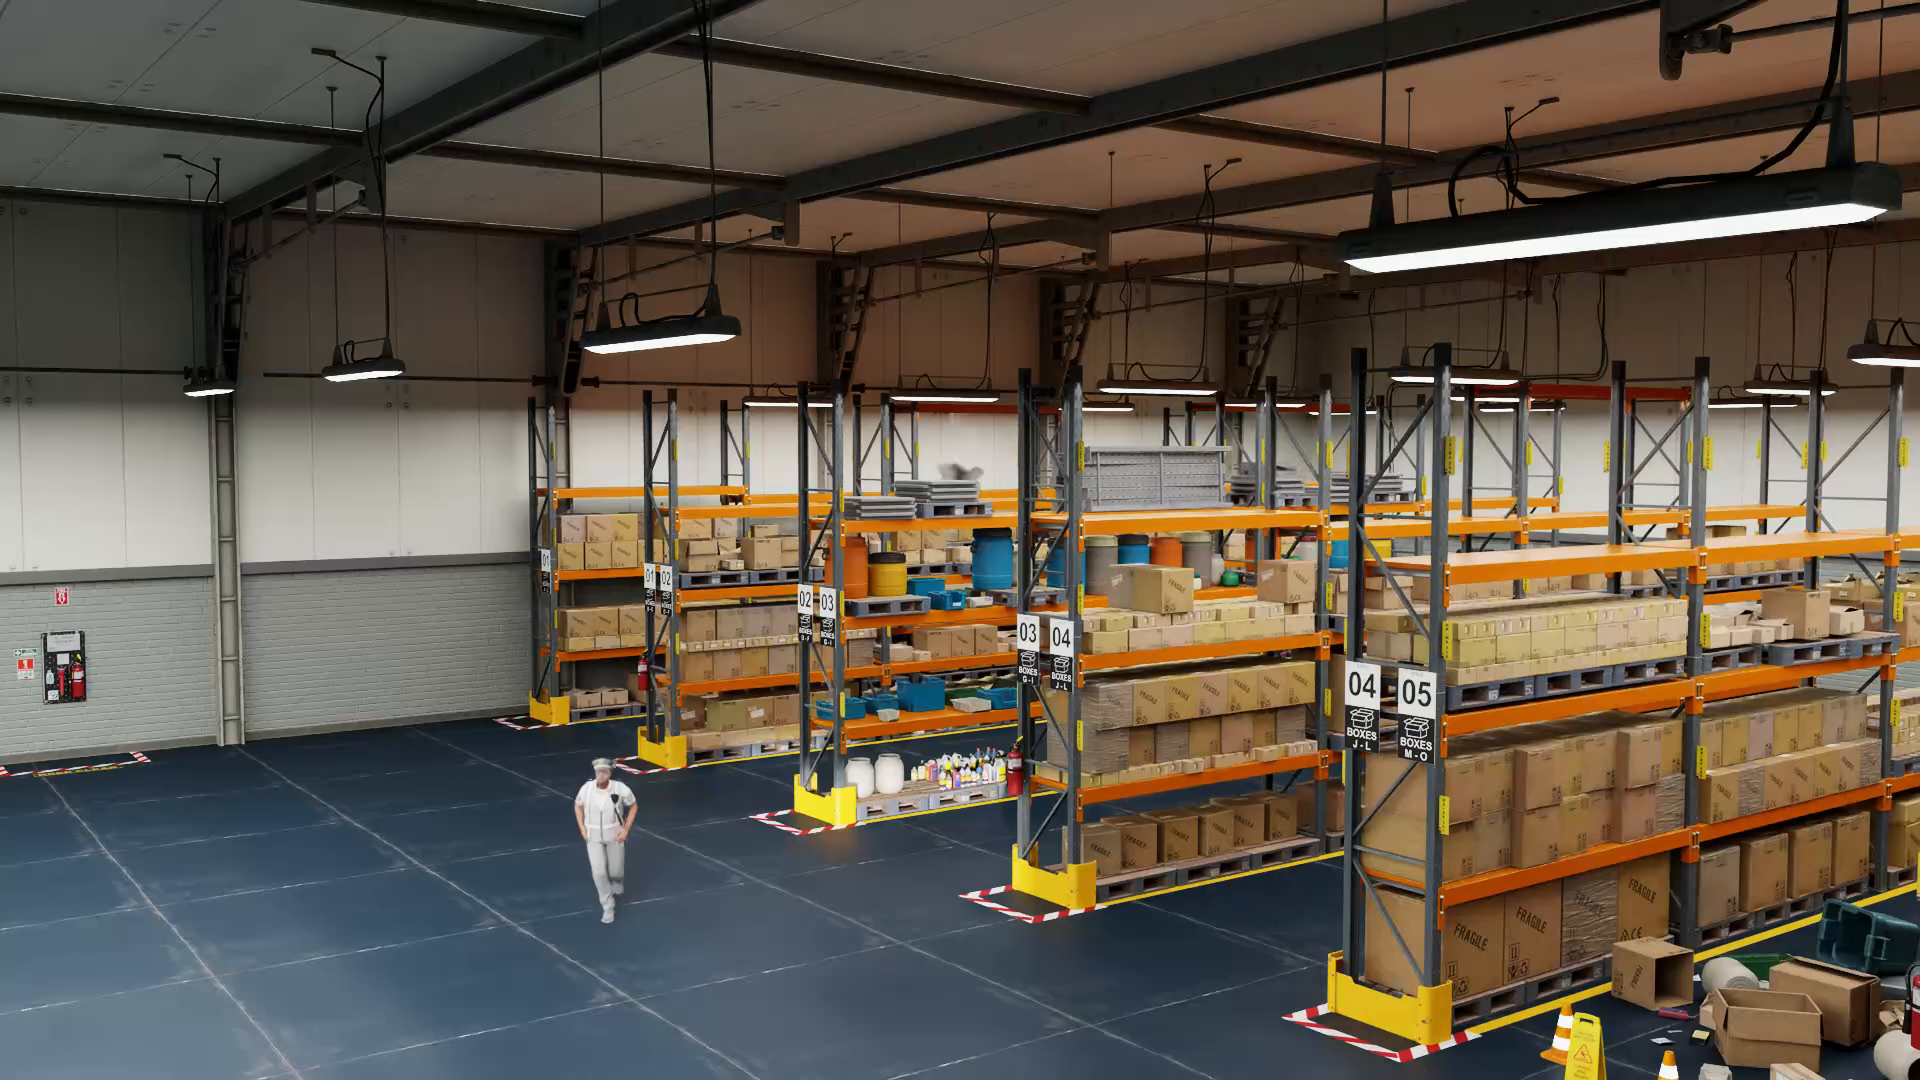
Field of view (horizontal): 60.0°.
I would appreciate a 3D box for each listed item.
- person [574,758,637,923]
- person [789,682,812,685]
[{"bbox_3d":[-3.886,3.230,18.180,0.668,1.760,0.725,0,3,-4],"label":"person"},{"bbox_3d":[-2.922,2.521,30.651,0.611,1.626,0.898,3,5,42],"label":"person"}]
